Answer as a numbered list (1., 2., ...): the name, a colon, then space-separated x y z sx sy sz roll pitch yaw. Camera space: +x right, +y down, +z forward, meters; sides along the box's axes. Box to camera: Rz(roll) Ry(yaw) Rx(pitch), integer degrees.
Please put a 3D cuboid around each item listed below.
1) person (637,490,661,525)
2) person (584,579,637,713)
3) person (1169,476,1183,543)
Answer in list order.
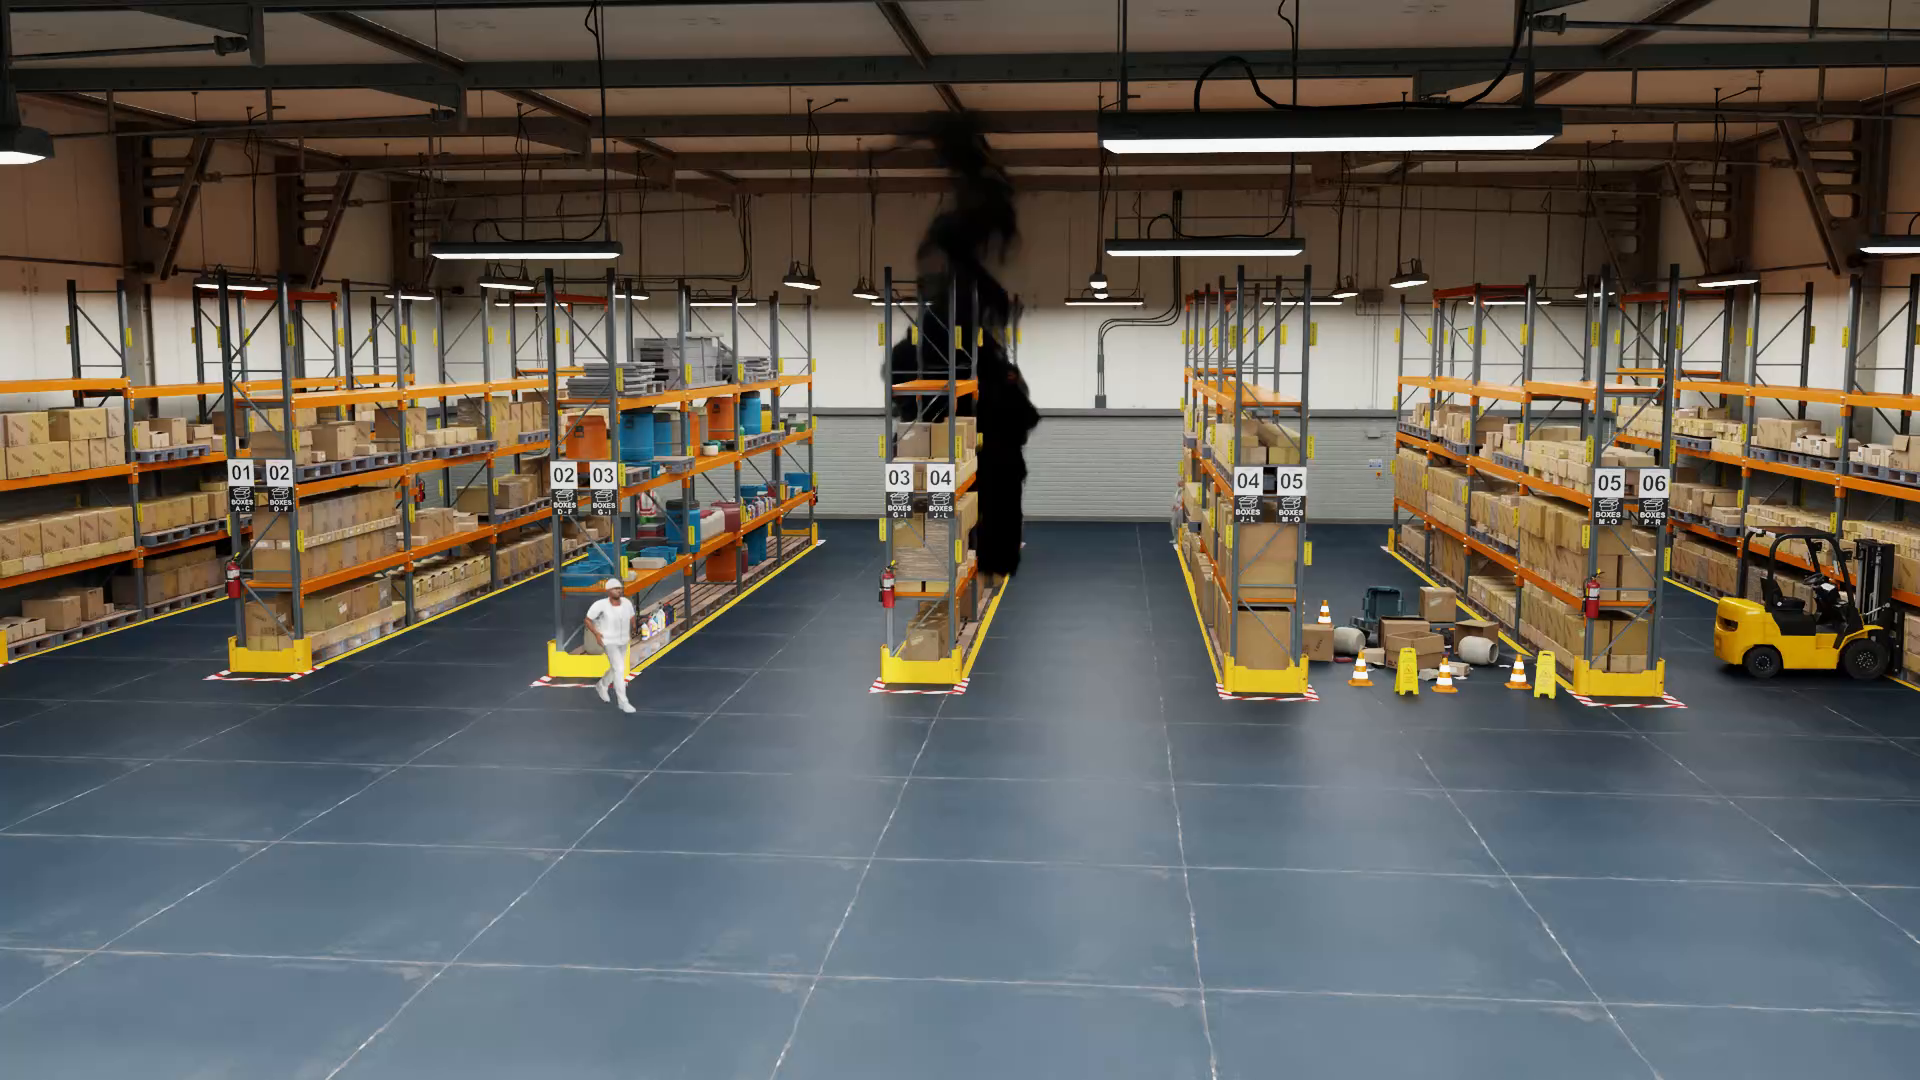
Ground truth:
1. person: -7.168 -0.506 38.217 0.580 1.833 0.888 -1 7 -12
2. person: -4.647 1.383 22.375 0.926 1.762 0.692 6 9 41
3. person: 5.447 -0.747 40.572 0.735 1.653 0.582 -2 7 -15
